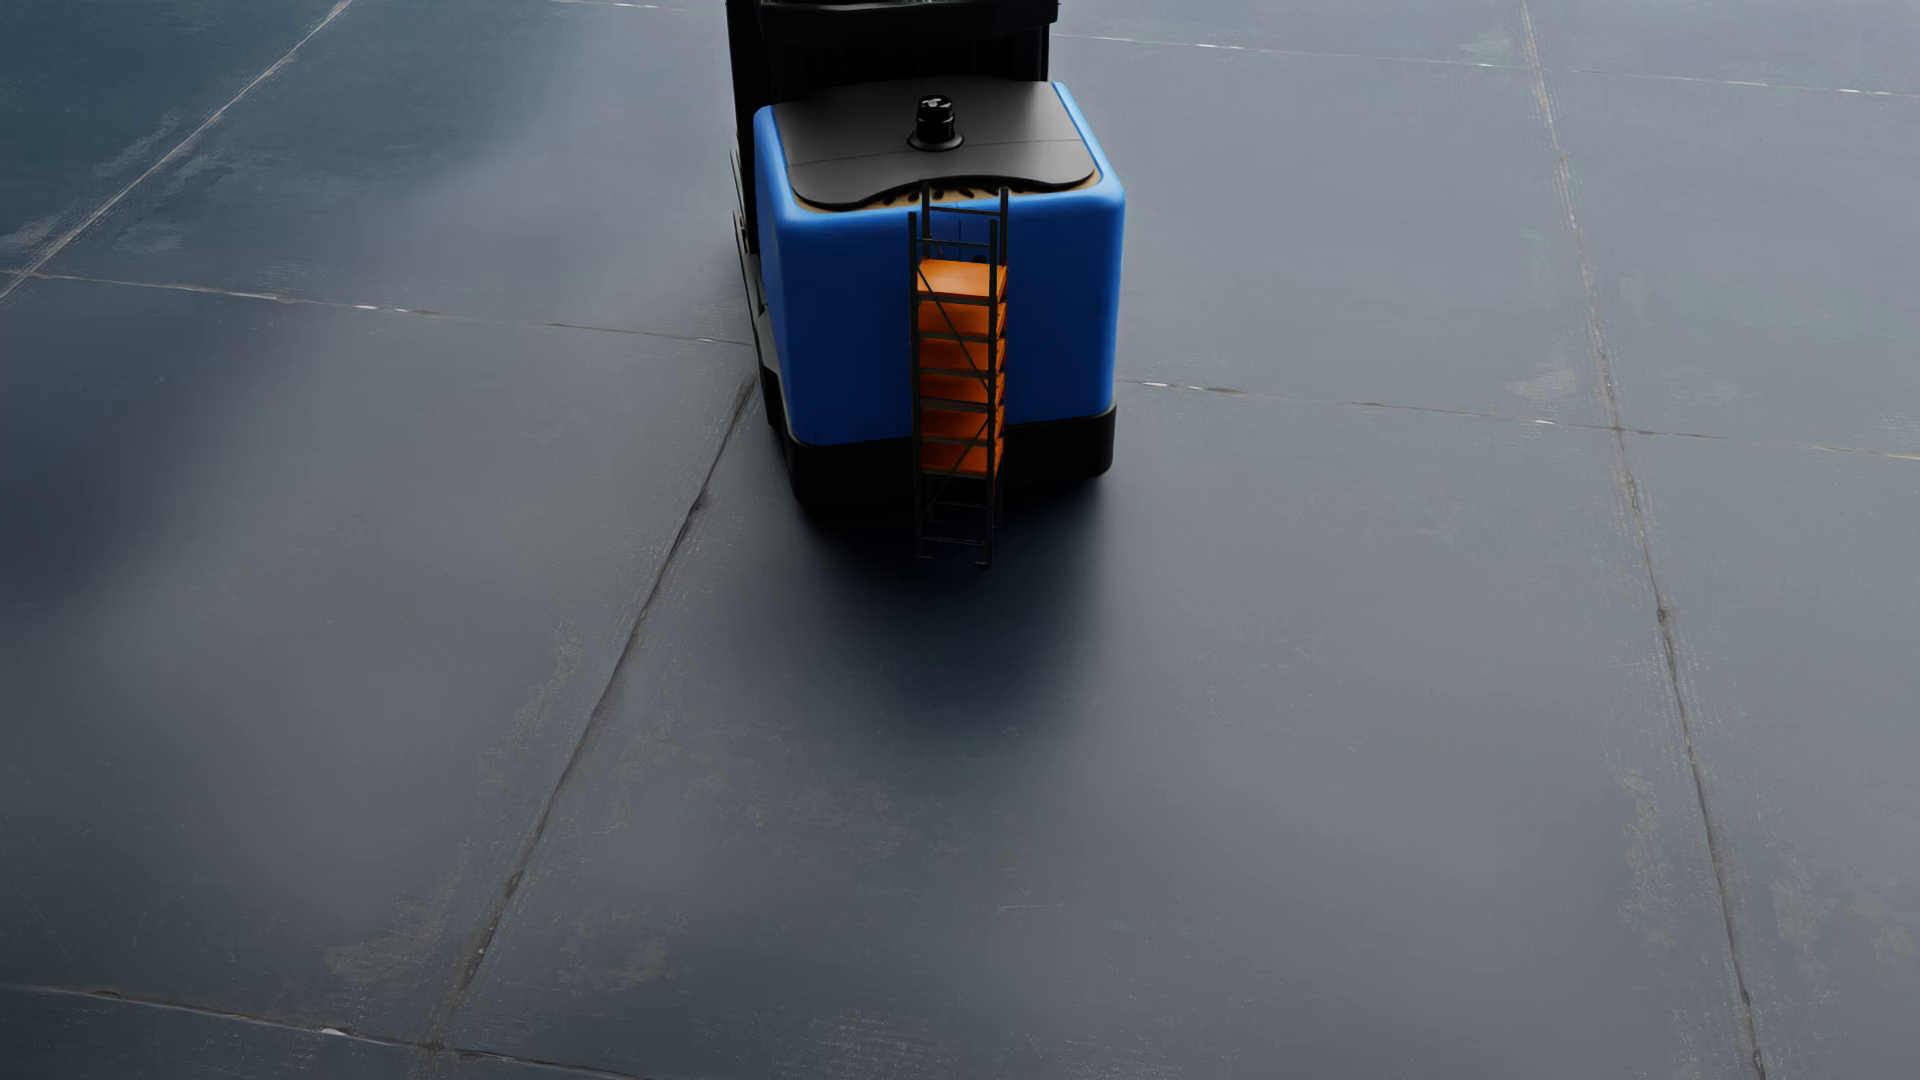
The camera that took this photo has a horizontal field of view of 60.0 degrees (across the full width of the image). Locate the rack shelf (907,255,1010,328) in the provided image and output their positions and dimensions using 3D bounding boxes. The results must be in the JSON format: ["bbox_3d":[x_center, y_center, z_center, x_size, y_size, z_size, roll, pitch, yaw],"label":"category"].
[{"bbox_3d":[-0.002,-0.697,4.656,0.258,0.103,0.180,6,40,8],"label":"rack shelf"}]

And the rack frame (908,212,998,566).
[{"bbox_3d":[-0.018,-0.396,4.787,0.240,1.200,0.006,6,40,8],"label":"rack frame"}]

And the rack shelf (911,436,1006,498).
[{"bbox_3d":[-0.003,-0.234,5.038,0.258,0.103,0.180,6,40,8],"label":"rack shelf"}]

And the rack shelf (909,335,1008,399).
[{"bbox_3d":[-0.002,-0.512,4.809,0.258,0.103,0.180,6,40,8],"label":"rack shelf"}]

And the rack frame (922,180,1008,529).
[{"bbox_3d":[0.013,-0.511,4.926,0.240,1.200,0.006,6,40,8],"label":"rack frame"}]

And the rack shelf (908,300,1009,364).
[{"bbox_3d":[-0.002,-0.604,4.732,0.258,0.103,0.180,6,40,8],"label":"rack shelf"}]

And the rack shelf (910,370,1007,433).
[{"bbox_3d":[-0.002,-0.419,4.885,0.258,0.103,0.180,6,40,8],"label":"rack shelf"}]

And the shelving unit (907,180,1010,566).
[{"bbox_3d":[-0.002,-0.453,4.857,0.258,1.200,0.189,6,40,8],"label":"shelving unit"}]

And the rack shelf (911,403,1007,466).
[{"bbox_3d":[-0.003,-0.327,4.961,0.258,0.103,0.180,6,40,8],"label":"rack shelf"}]

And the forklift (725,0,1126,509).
[{"bbox_3d":[-0.285,-2.169,5.573,1.130,2.935,3.031,-7,40,-8],"label":"forklift"}]
